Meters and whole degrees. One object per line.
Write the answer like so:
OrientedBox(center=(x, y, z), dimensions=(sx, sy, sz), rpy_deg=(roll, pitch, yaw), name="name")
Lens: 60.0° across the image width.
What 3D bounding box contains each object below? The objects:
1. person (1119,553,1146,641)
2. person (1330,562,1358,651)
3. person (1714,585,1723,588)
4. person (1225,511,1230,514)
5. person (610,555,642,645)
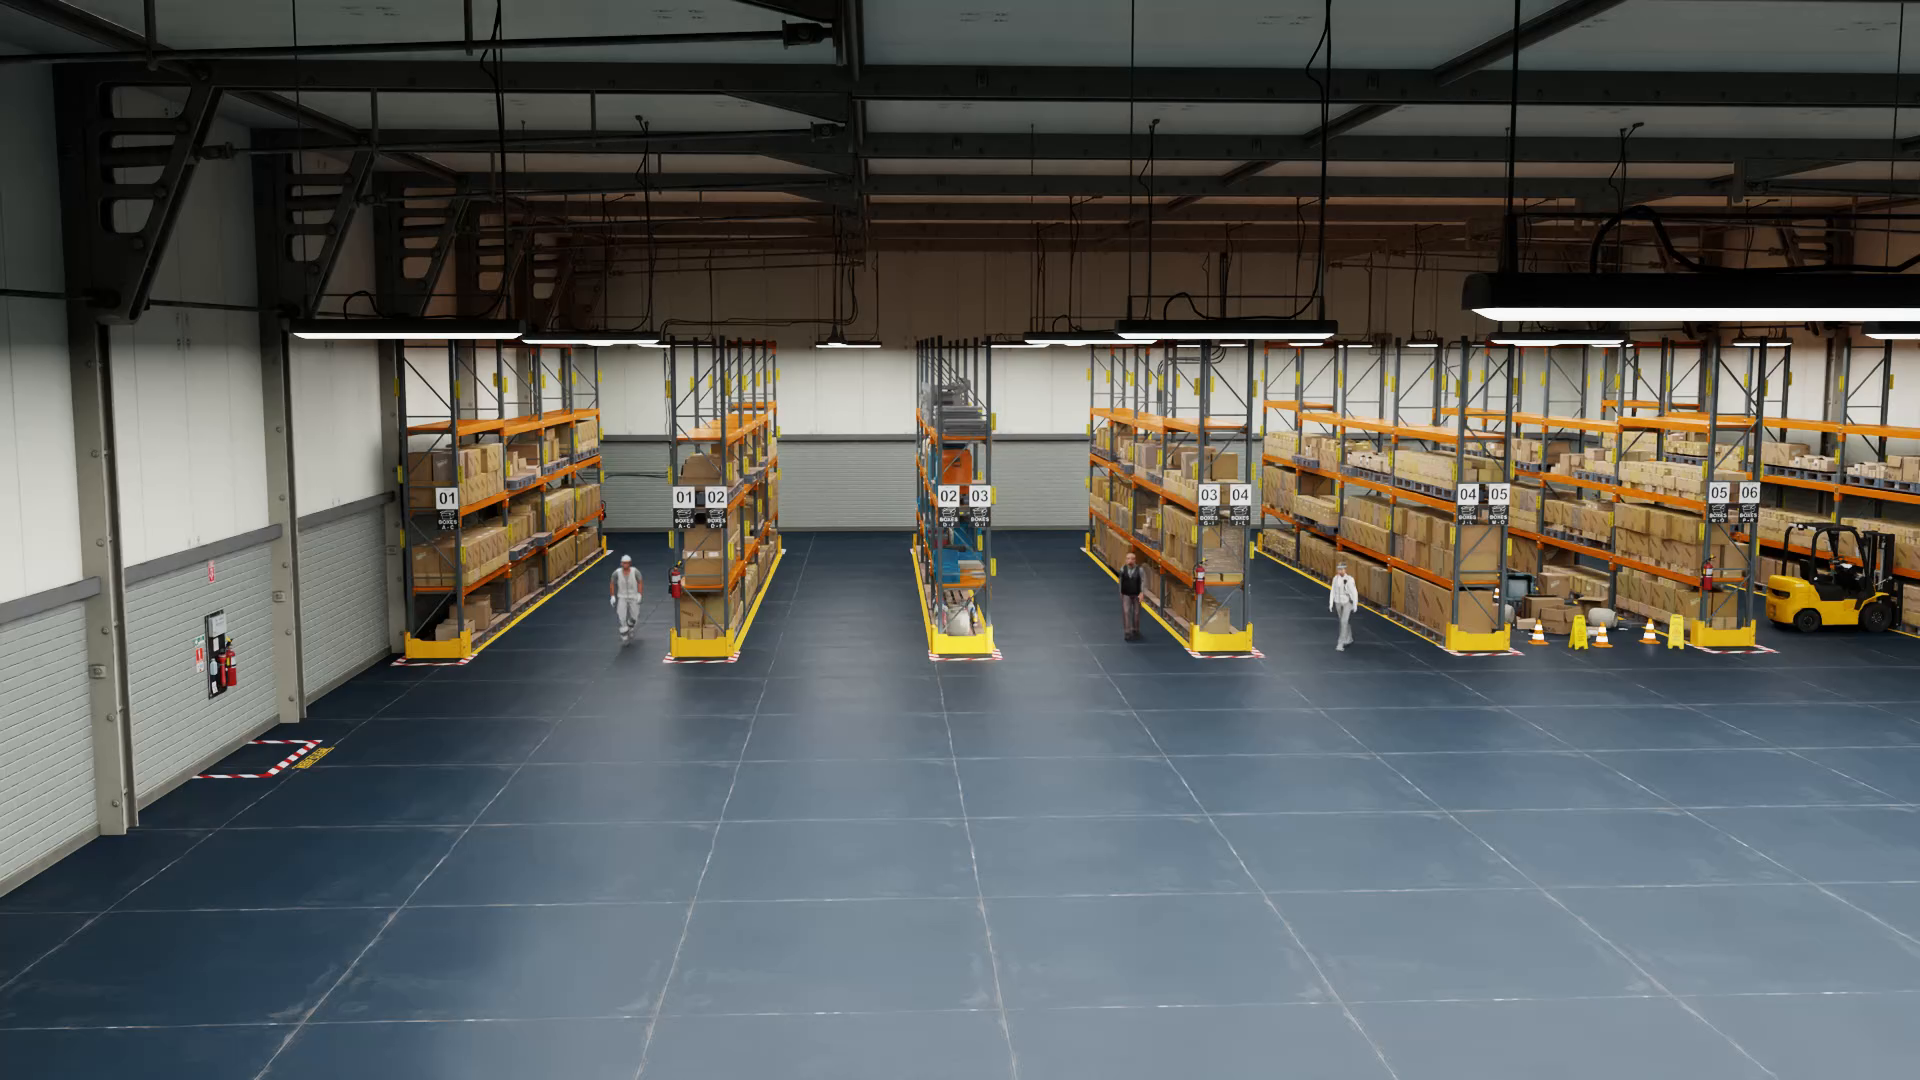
OrientedBox(center=(3.418, 1.108, 33.083), dimensions=(0.565, 1.685, 0.908), rpy_deg=(1, 7, 11), name="person")
OrientedBox(center=(7.401, 1.247, 32.178), dimensions=(0.832, 1.652, 0.512), rpy_deg=(-6, 9, -41), name="person")
OrientedBox(center=(16.482, 0.810, 36.248), dimensions=(0.444, 1.715, 0.595), rpy_deg=(-1, 7, -7), name="person")
OrientedBox(center=(7.566, -0.479, 47.498), dimensions=(0.562, 1.601, 1.053), rpy_deg=(0, 7, -4), name="person")
OrientedBox(center=(-6.556, 1.151, 32.650), dimensions=(0.628, 1.765, 0.689), rpy_deg=(-2, 7, -15), name="person")
